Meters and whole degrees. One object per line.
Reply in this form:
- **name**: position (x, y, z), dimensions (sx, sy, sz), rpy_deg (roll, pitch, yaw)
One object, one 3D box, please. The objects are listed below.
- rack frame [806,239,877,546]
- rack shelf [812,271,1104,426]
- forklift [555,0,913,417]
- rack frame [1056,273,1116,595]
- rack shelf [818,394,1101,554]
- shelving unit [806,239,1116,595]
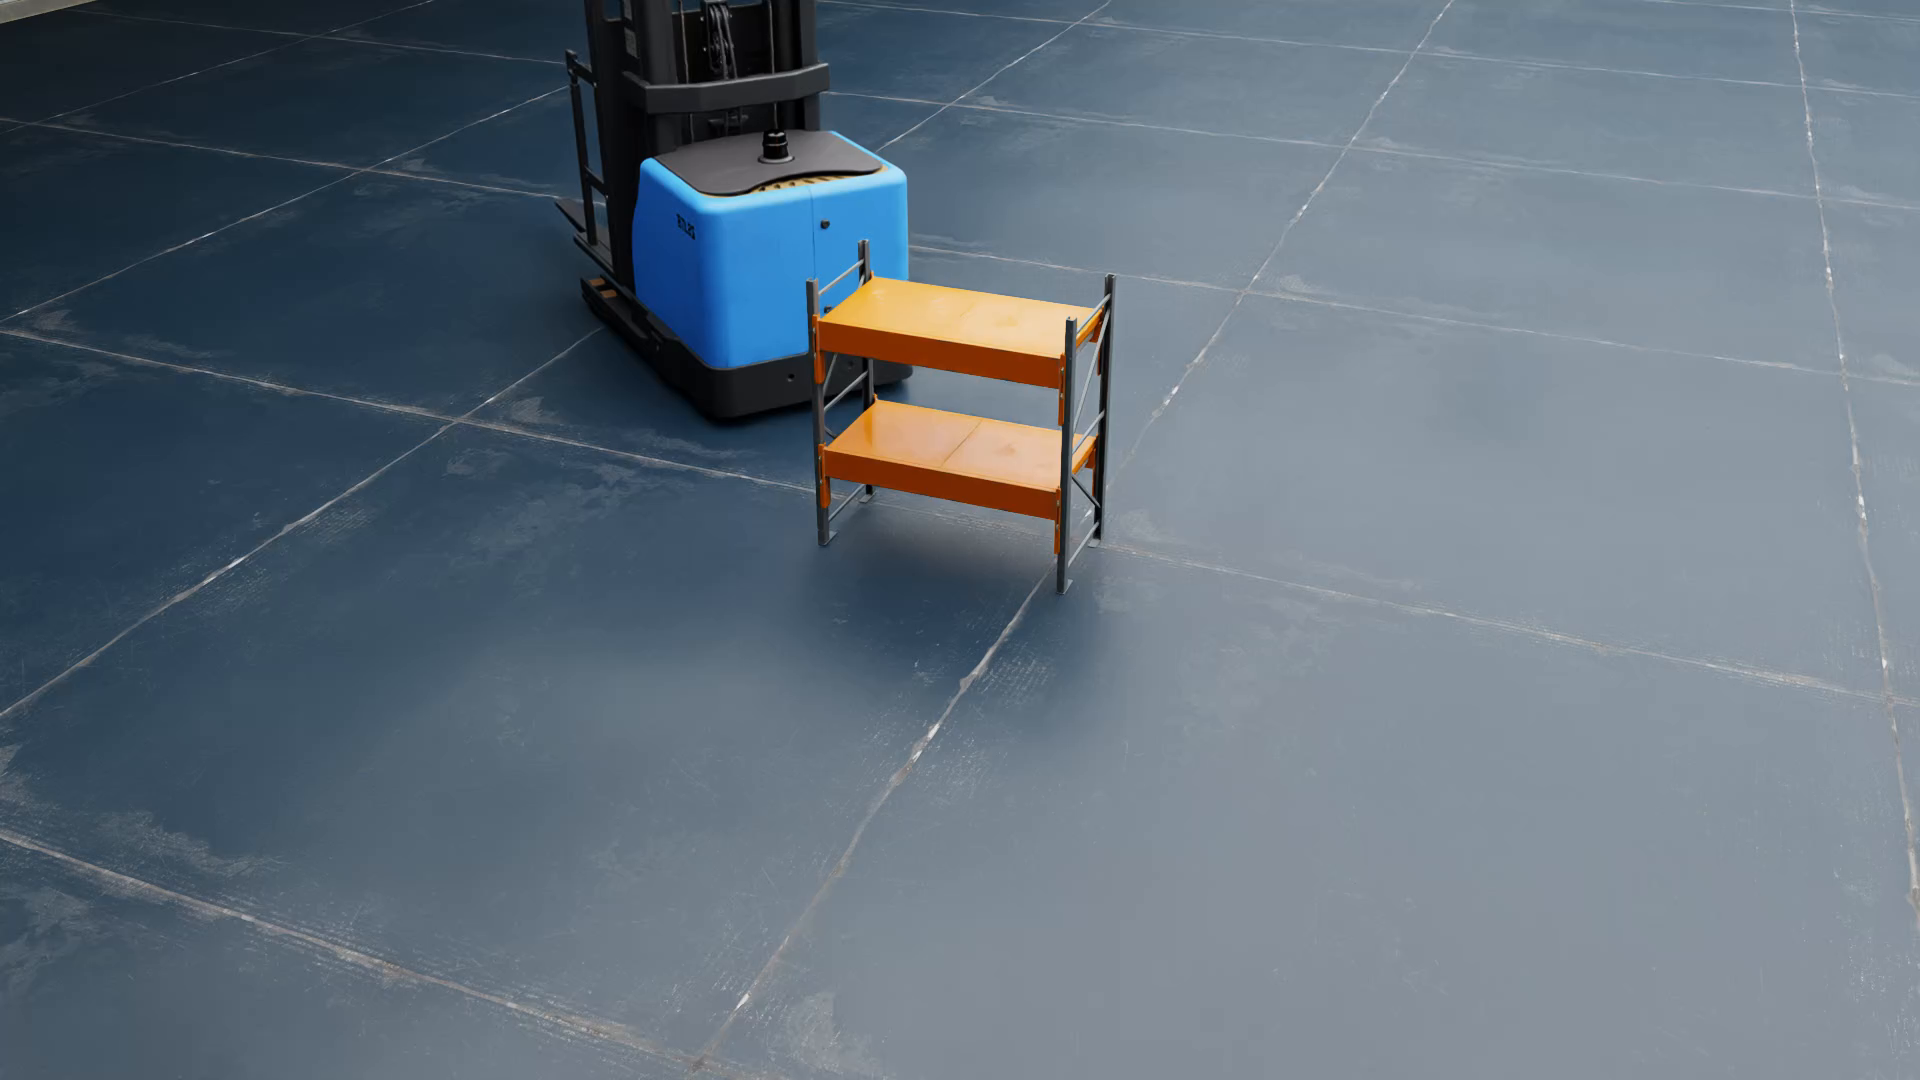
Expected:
- **rack frame**: position (-0.465, -0.582, 6.637), dimensions (0.032, 1.125, 0.500), rpy_deg (11, 31, 19)
- **rack shelf**: position (0.006, -0.743, 6.327), dimensions (1.000, 0.278, 0.538), rpy_deg (11, 31, 19)
- **forklift**: position (-1.378, -2.530, 8.247), dimensions (1.130, 2.935, 3.031), rpy_deg (-15, 33, -25)
- **rack frame**: position (0.477, -0.394, 6.305), dimensions (0.032, 1.125, 0.500), rpy_deg (11, 31, 19)
- **rack shelf**: position (0.006, -0.276, 6.591), dimensions (1.000, 0.278, 0.538), rpy_deg (11, 31, 19)
- **shelving unit**: position (0.006, -0.488, 6.471), dimensions (1.048, 1.125, 0.538), rpy_deg (11, 31, 19)
